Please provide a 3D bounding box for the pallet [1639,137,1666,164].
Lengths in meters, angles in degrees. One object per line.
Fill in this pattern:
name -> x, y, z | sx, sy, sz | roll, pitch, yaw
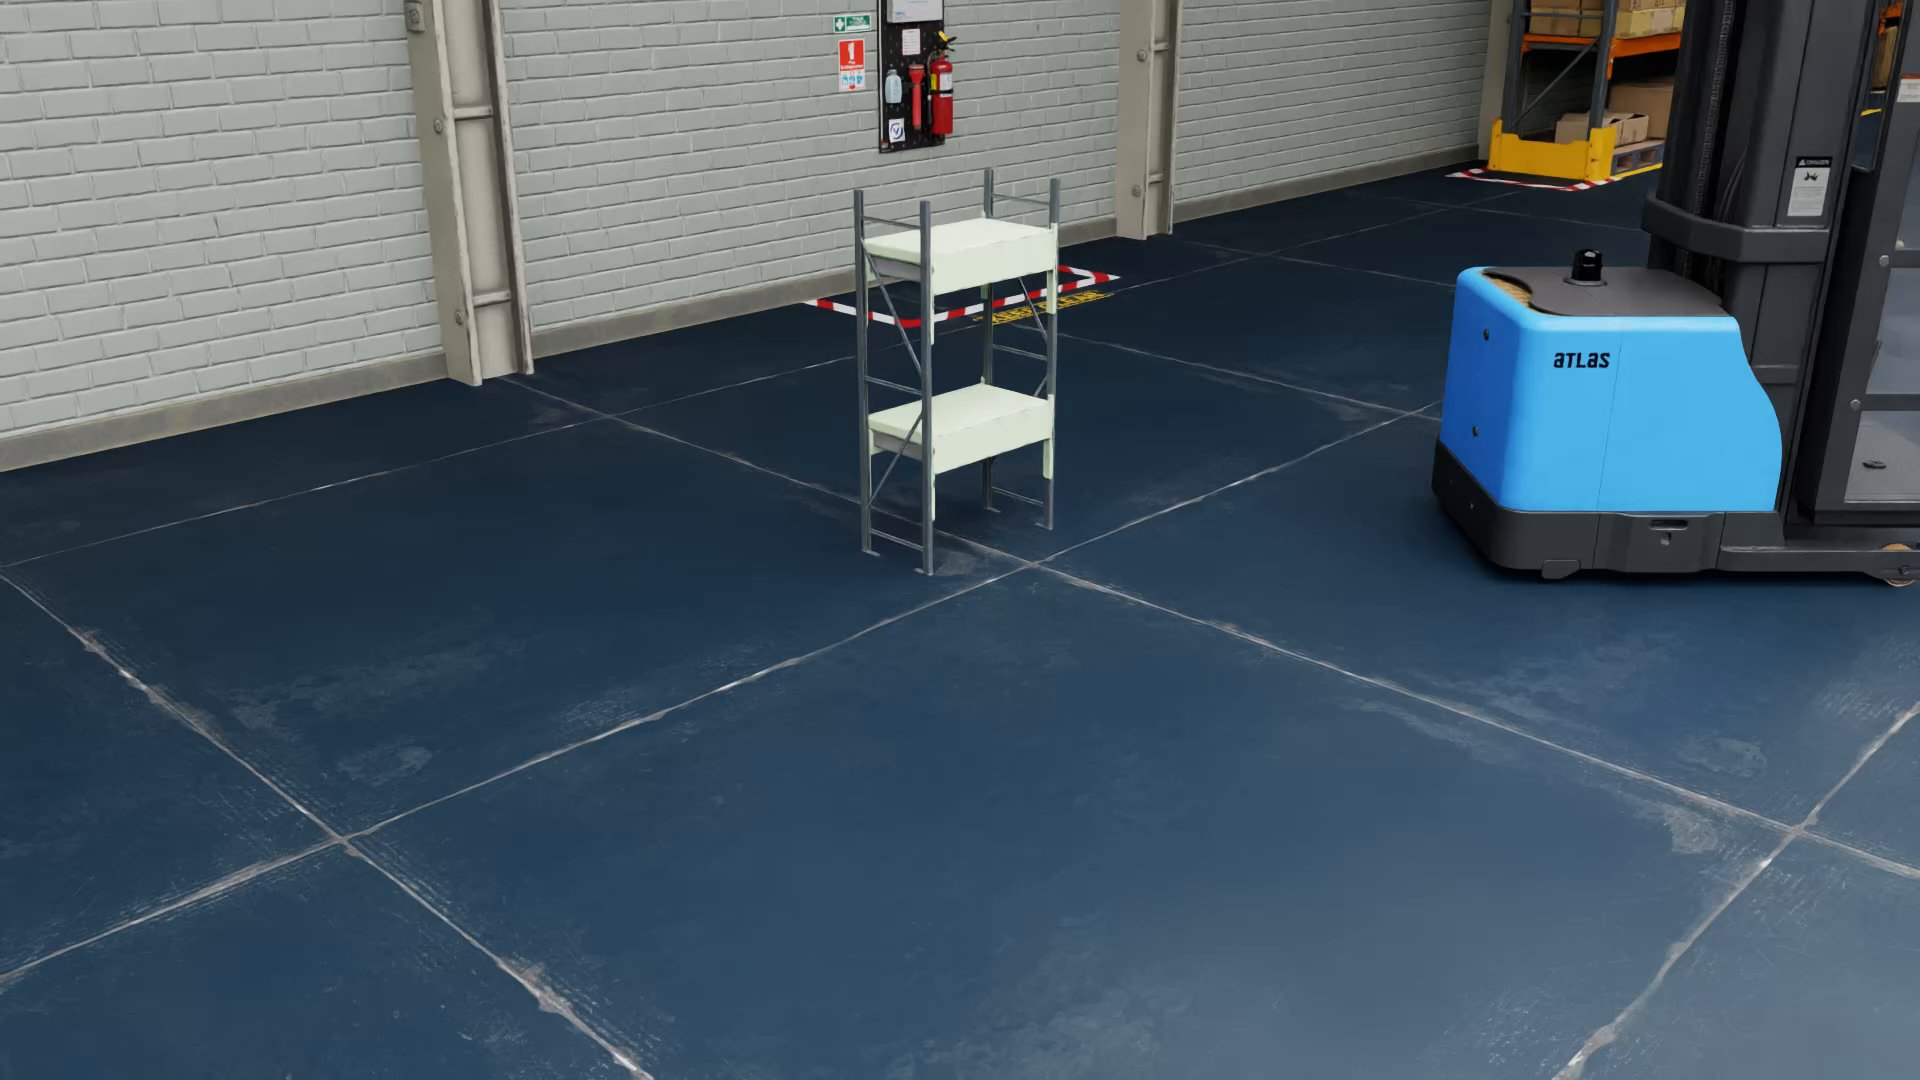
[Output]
pallet -> 7.304, -4.268, 17.885 | 1.003, 0.211, 1.213 | 19, 28, 41

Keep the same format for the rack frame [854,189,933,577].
rack frame -> -0.260, -0.604, 6.556 | 0.400, 1.500, 0.023 | 19, 28, 41

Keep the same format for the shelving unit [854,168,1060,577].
shelving unit -> -0.005, -0.698, 6.801 | 0.431, 1.500, 0.755 | 19, 28, 41

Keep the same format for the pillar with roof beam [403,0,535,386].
pillar with roof beam -> 0.389, -4.073, 5.128 | 9.100, 9.000, 0.400 | 19, 28, 41

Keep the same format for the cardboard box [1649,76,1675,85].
cardboard box -> 7.903, -4.828, 18.326 | 0.500, 0.500, 0.500 | 17, 27, 37

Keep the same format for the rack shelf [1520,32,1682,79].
rack shelf -> 7.203, -5.217, 17.468 | 1.077, 0.370, 4.000 | 19, 28, 41

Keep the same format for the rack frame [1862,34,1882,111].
rack frame -> 11.388, -7.095, 21.352 | 1.000, 3.000, 0.127 | 19, 28, 41

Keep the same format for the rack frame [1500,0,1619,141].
rack frame -> 5.807, -5.038, 16.002 | 1.000, 3.000, 0.127 | 19, 28, 41

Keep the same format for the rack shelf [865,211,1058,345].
rack shelf -> -0.005, -1.063, 6.661 | 0.431, 0.370, 0.720 | 19, 28, 41

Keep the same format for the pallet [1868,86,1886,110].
pallet -> 11.992, -5.977, 22.330 | 1.003, 0.211, 1.213 | 19, 28, 41

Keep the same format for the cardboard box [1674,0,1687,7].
cardboard box -> 7.073, -5.631, 16.680 | 0.500, 0.500, 0.500 | 18, 27, 39

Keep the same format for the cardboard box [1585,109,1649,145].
cardboard box -> 6.752, -4.290, 17.191 | 0.500, 0.311, 0.500 | -17, 27, -38

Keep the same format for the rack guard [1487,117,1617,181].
rack guard -> 5.861, -3.891, 16.501 | 1.175, 0.500, 0.348 | 19, 28, 41

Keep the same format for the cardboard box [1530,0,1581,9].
cardboard box -> 5.984, -5.502, 16.344 | 0.500, 0.500, 0.500 | 19, 28, 40

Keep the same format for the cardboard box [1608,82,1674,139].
cardboard box -> 7.300, -4.555, 17.615 | 0.700, 0.500, 0.500 | 17, 27, 37

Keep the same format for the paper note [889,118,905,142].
paper note -> -0.434, -2.827, 11.477 | 0.016, 0.148, 0.142 | 19, 28, 41

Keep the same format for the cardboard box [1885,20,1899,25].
cardboard box -> 12.611, -6.667, 22.650 | 0.750, 0.750, 0.750 | 19, 28, 40

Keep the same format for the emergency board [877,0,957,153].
emergency board -> -0.261, -3.267, 11.393 | 0.194, 1.169, 0.643 | 19, 28, 41

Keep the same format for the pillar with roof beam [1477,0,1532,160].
pillar with roof beam -> 8.761, -7.157, 13.154 | 9.100, 9.000, 0.400 | 19, 28, 41

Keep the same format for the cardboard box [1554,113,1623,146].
cardboard box -> 6.355, -4.144, 16.809 | 0.500, 0.311, 0.500 | 15, 26, 35

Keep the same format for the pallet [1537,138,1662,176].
pallet -> 6.453, -3.956, 17.073 | 1.003, 0.211, 1.213 | 19, 28, 41

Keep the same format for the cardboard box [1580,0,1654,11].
cardboard box -> 6.356, -5.375, 16.014 | 0.500, 0.500, 0.500 | 19, 28, 41

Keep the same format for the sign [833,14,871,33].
sign -> -0.711, -3.413, 10.986 | 0.001, 0.109, 0.331 | 19, 28, 41

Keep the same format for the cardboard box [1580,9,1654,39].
cardboard box -> 6.375, -5.024, 16.145 | 0.500, 0.250, 0.500 | 18, 28, 39

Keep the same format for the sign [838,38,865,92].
sign -> -0.720, -3.167, 11.084 | 0.001, 0.329, 0.234 | 19, 28, 41

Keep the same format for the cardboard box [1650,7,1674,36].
cardboard box -> 6.727, -5.161, 16.501 | 0.500, 0.250, 0.500 | 18, 28, 39

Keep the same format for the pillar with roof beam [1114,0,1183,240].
pillar with roof beam -> 4.575, -5.615, 9.141 | 9.100, 9.000, 0.400 | 19, 28, 41

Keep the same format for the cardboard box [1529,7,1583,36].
cardboard box -> 5.995, -5.146, 16.464 | 0.500, 0.250, 0.500 | -20, 28, -41

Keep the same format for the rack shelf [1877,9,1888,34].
rack shelf -> 9.993, -6.245, 20.143 | 1.077, 0.370, 4.000 | 19, 28, 41

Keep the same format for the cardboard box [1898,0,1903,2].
cardboard box -> 12.212, -7.123, 21.748 | 0.250, 0.149, 0.380 | -19, 28, -40

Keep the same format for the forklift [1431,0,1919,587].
forklift -> 3.630, -1.375, 6.566 | 3.031, 2.935, 1.130 | 0, 21, 0

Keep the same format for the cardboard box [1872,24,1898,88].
cardboard box -> 11.995, -6.443, 22.069 | 0.750, 0.750, 0.750 | 19, 28, 40

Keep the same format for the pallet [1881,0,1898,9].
pallet -> 10.968, -6.795, 20.840 | 1.213, 0.211, 1.003 | 19, 28, 41

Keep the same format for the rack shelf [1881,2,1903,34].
rack shelf -> 12.784, -7.273, 22.819 | 1.077, 0.370, 4.000 | 19, 28, 41

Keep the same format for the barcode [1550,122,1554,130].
barcode -> 6.081, -4.253, 17.080 | 0.001, 0.075, 0.075 | 19, 28, 41

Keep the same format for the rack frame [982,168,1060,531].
rack frame -> 0.251, -0.792, 7.046 | 0.400, 1.500, 0.023 | 19, 28, 41

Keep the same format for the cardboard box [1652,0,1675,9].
cardboard box -> 6.708, -5.500, 16.338 | 0.500, 0.500, 0.500 | 19, 28, 41

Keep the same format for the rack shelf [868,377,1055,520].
rack shelf -> -0.005, -0.394, 6.918 | 0.431, 0.370, 0.720 | 19, 28, 41

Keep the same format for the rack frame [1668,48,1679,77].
rack frame -> 8.598, -6.066, 18.677 | 1.000, 3.000, 0.127 | 19, 28, 41

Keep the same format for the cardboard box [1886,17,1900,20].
cardboard box -> 13.201, -6.887, 23.222 | 0.750, 0.750, 0.750 | -19, 28, -40

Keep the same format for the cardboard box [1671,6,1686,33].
cardboard box -> 7.087, -5.290, 16.838 | 0.500, 0.250, 0.500 | 19, 28, 40
